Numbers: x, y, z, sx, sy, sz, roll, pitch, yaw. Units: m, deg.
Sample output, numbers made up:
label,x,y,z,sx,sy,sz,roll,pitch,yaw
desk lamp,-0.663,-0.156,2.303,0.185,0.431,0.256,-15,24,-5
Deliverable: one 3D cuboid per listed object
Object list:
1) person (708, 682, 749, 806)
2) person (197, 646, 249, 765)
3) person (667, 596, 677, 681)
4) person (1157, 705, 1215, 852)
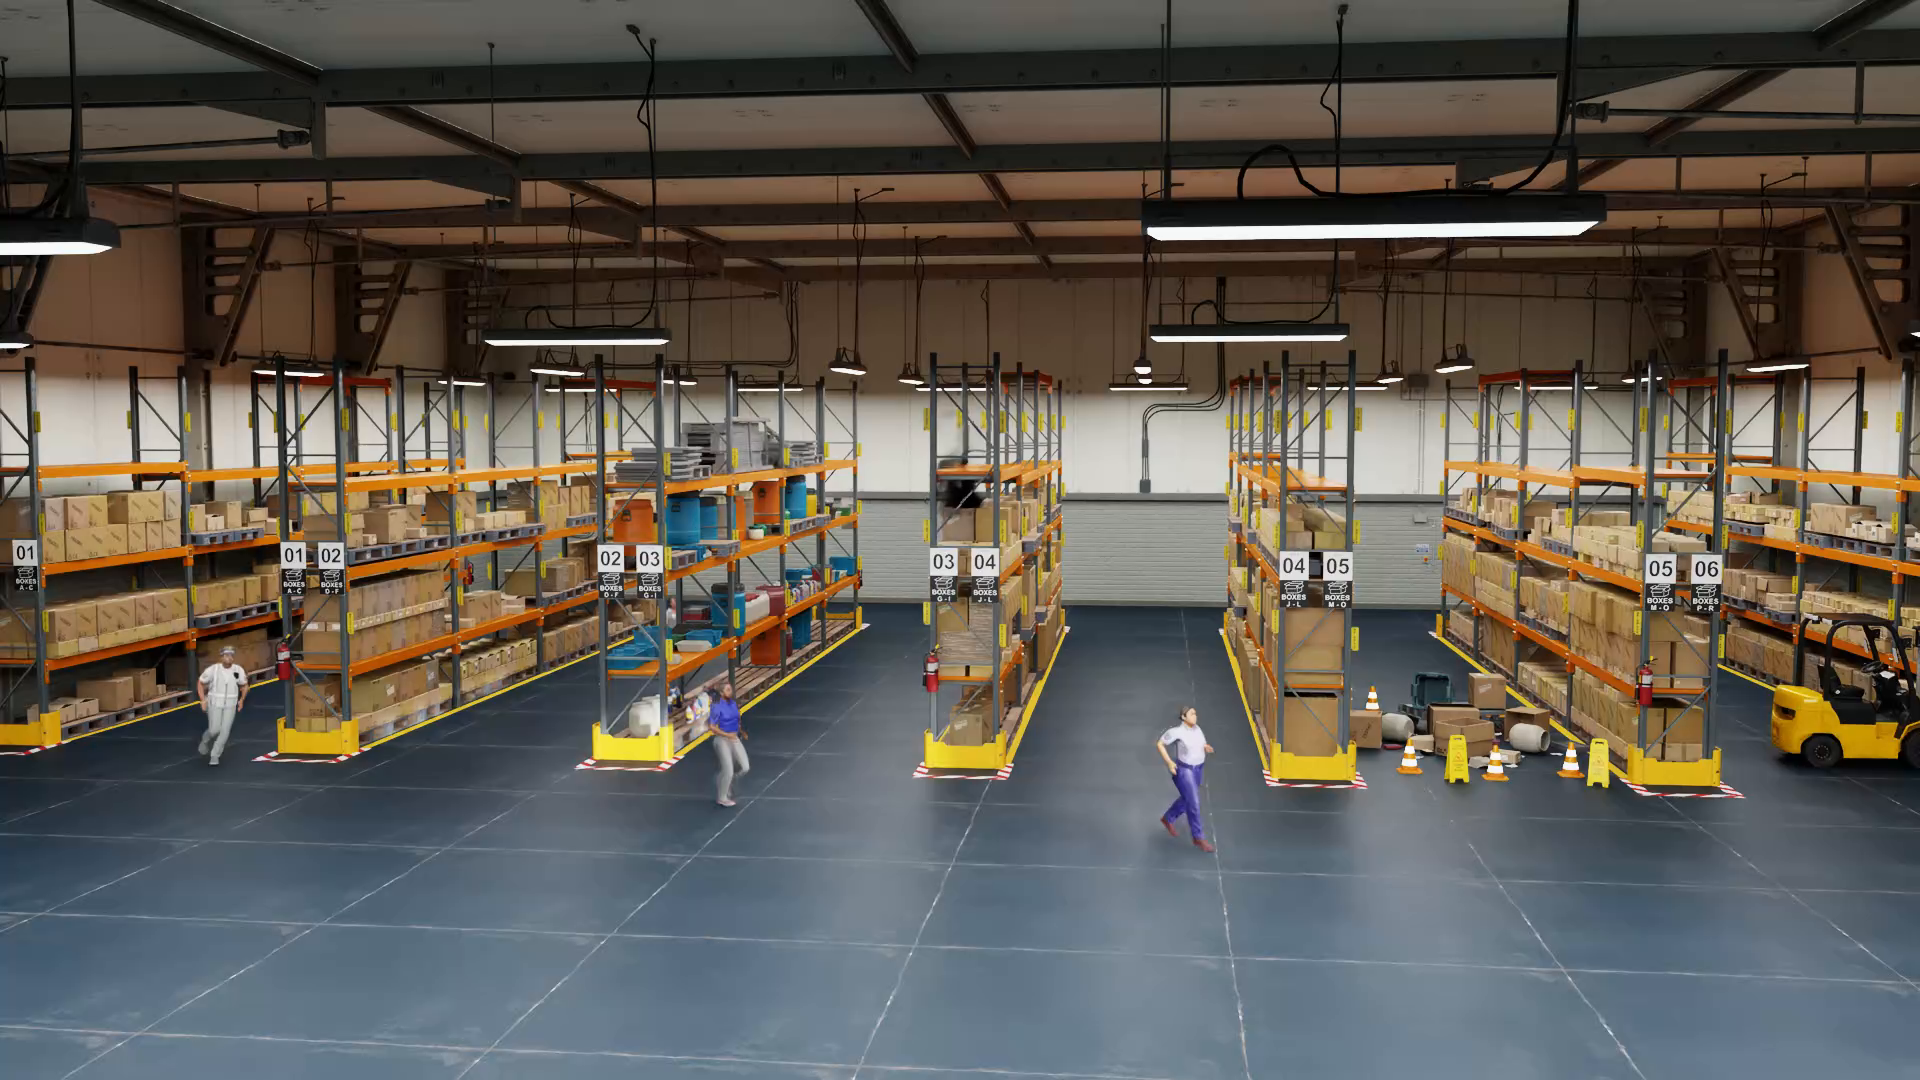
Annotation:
label,x,y,z,sx,sy,sz,roll,pitch,yaw
person,-3.016,2.665,21.757,0.562,1.616,0.620,3,5,36
person,-10.854,2.413,24.551,0.697,1.710,0.584,-3,5,-35
person,-5.550,1.914,32.381,0.514,1.639,0.666,0,4,6
person,2.690,2.779,19.646,0.598,1.645,0.919,-4,6,-44
